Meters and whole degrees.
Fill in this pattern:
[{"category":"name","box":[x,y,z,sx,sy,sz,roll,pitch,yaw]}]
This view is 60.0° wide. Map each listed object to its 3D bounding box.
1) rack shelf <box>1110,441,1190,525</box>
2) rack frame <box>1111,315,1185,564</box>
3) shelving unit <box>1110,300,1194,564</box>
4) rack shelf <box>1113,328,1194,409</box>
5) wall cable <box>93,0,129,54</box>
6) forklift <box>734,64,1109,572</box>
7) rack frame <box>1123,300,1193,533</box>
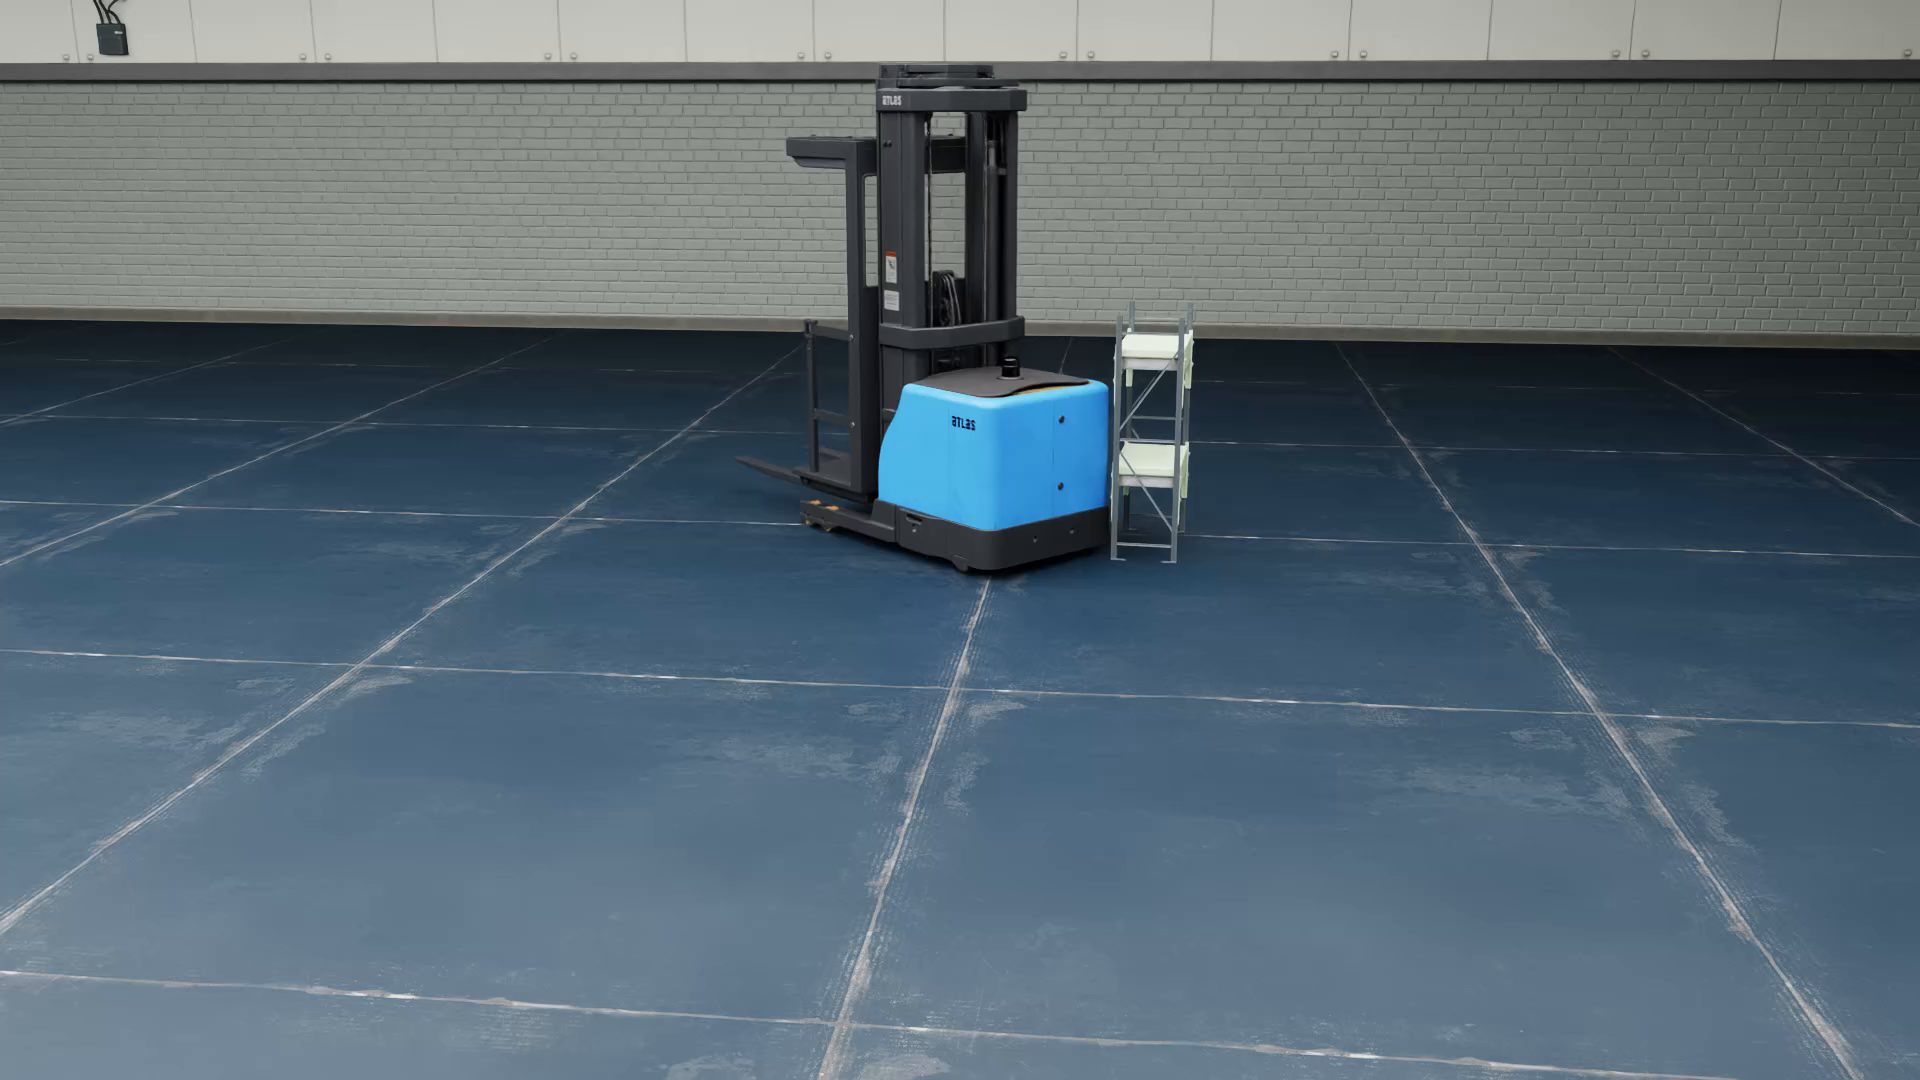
[{"category":"rack shelf","box":[1.196,-0.372,10.412,0.431,0.370,0.720,3,15,11]},{"category":"rack frame","box":[1.123,-0.593,9.980,0.400,1.500,0.023,3,15,11]},{"category":"shelving unit","box":[1.196,-0.686,10.327,0.431,1.500,0.755,3,15,11]},{"category":"rack shelf","box":[1.196,-1.063,10.225,0.431,0.370,0.720,3,15,11]},{"category":"wall cable","box":[-9.123,-8.673,18.980,2.305,6.003,0.169,2,15,6]},{"category":"forklift","box":[-0.408,-1.547,10.770,1.130,2.935,3.031,-12,19,-38]},{"category":"rack frame","box":[1.268,-0.780,10.673,0.400,1.500,0.023,3,15,11]}]
